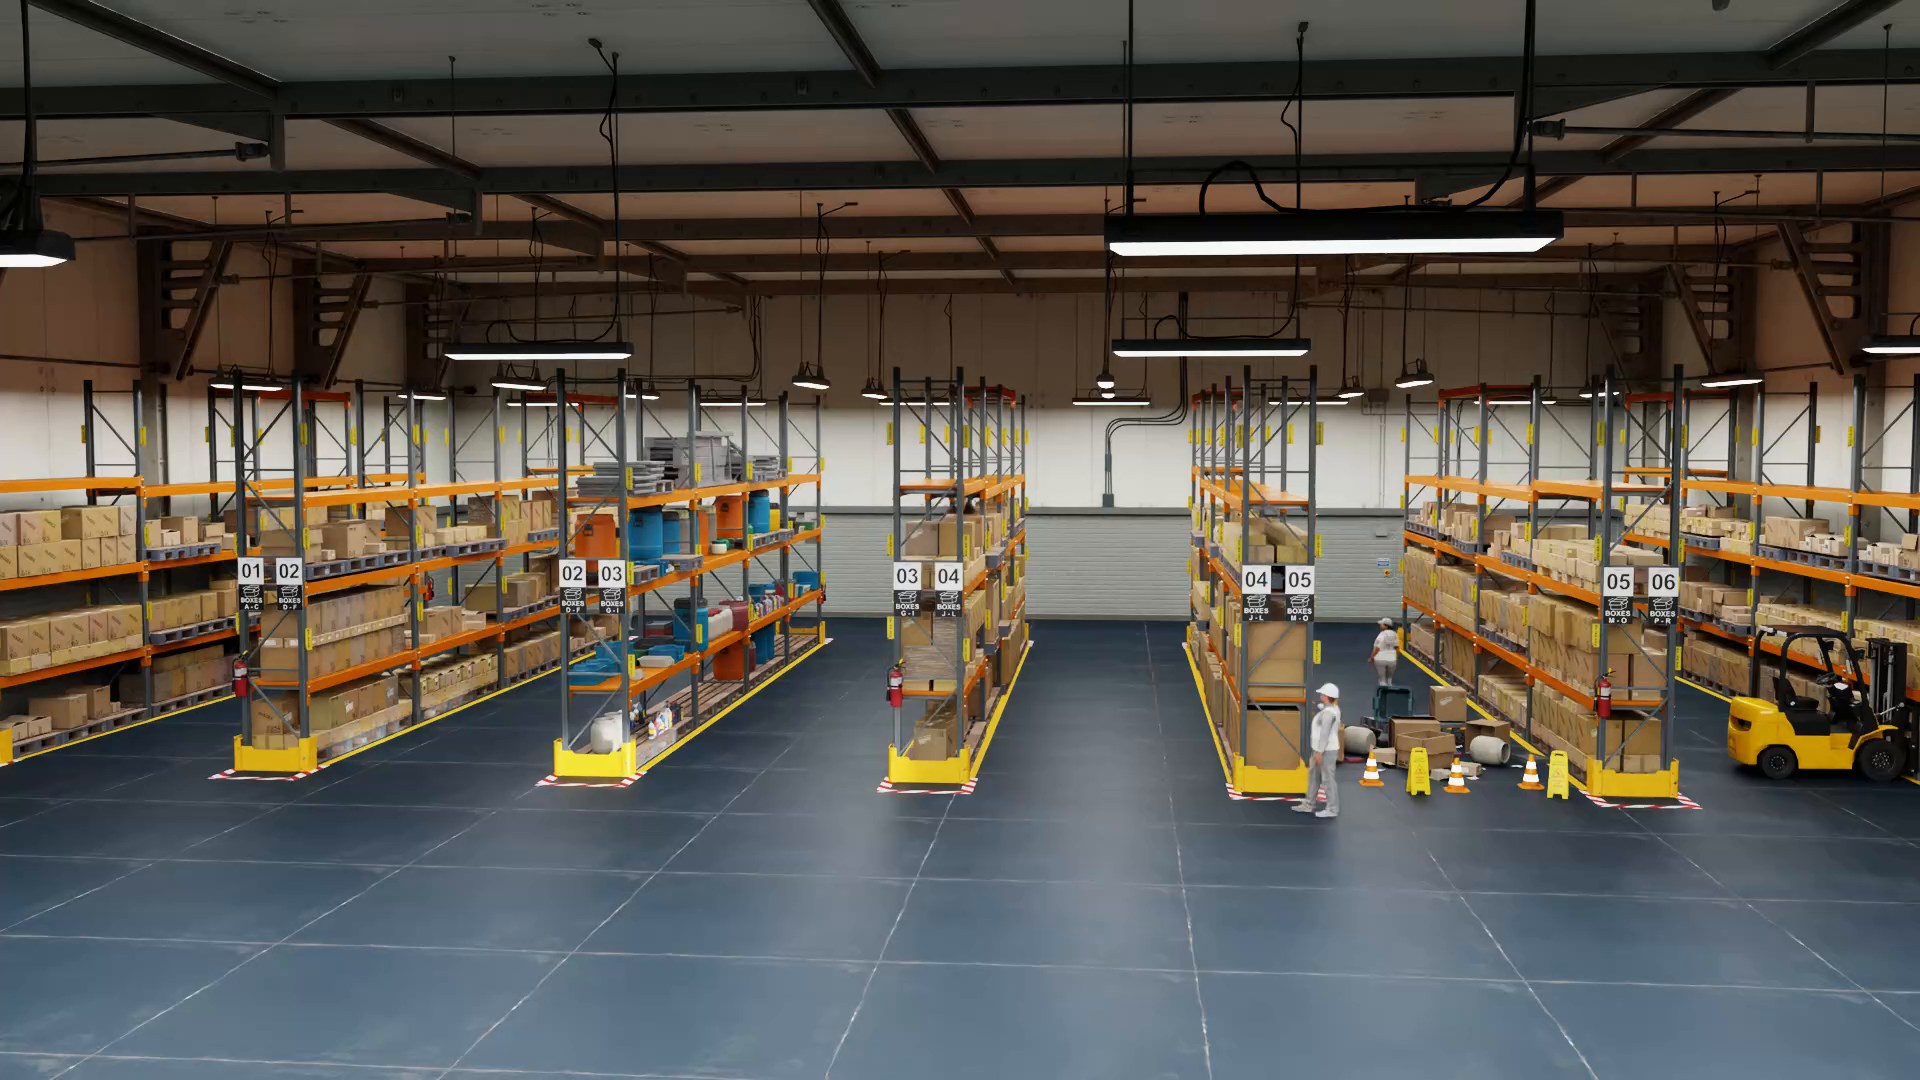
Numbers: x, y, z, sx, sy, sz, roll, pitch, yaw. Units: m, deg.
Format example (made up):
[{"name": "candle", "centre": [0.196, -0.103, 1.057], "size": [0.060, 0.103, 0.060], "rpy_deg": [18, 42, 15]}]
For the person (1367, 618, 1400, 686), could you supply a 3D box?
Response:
[{"name": "person", "centre": [7.819, 2.265, 30.675], "size": [0.571, 1.680, 0.736], "rpy_deg": [0, 4, -3]}]

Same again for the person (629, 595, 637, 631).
[{"name": "person", "centre": [-8.605, 1.452, 42.762], "size": [0.594, 1.754, 0.567], "rpy_deg": [-3, 5, -43]}]

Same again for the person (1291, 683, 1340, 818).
[{"name": "person", "centre": [4.717, 2.760, 21.926], "size": [0.589, 1.767, 0.586], "rpy_deg": [0, 4, 0]}]

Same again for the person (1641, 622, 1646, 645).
[{"name": "person", "centre": [12.527, 2.301, 30.715], "size": [0.388, 1.604, 0.458], "rpy_deg": [3, 5, 43]}]
